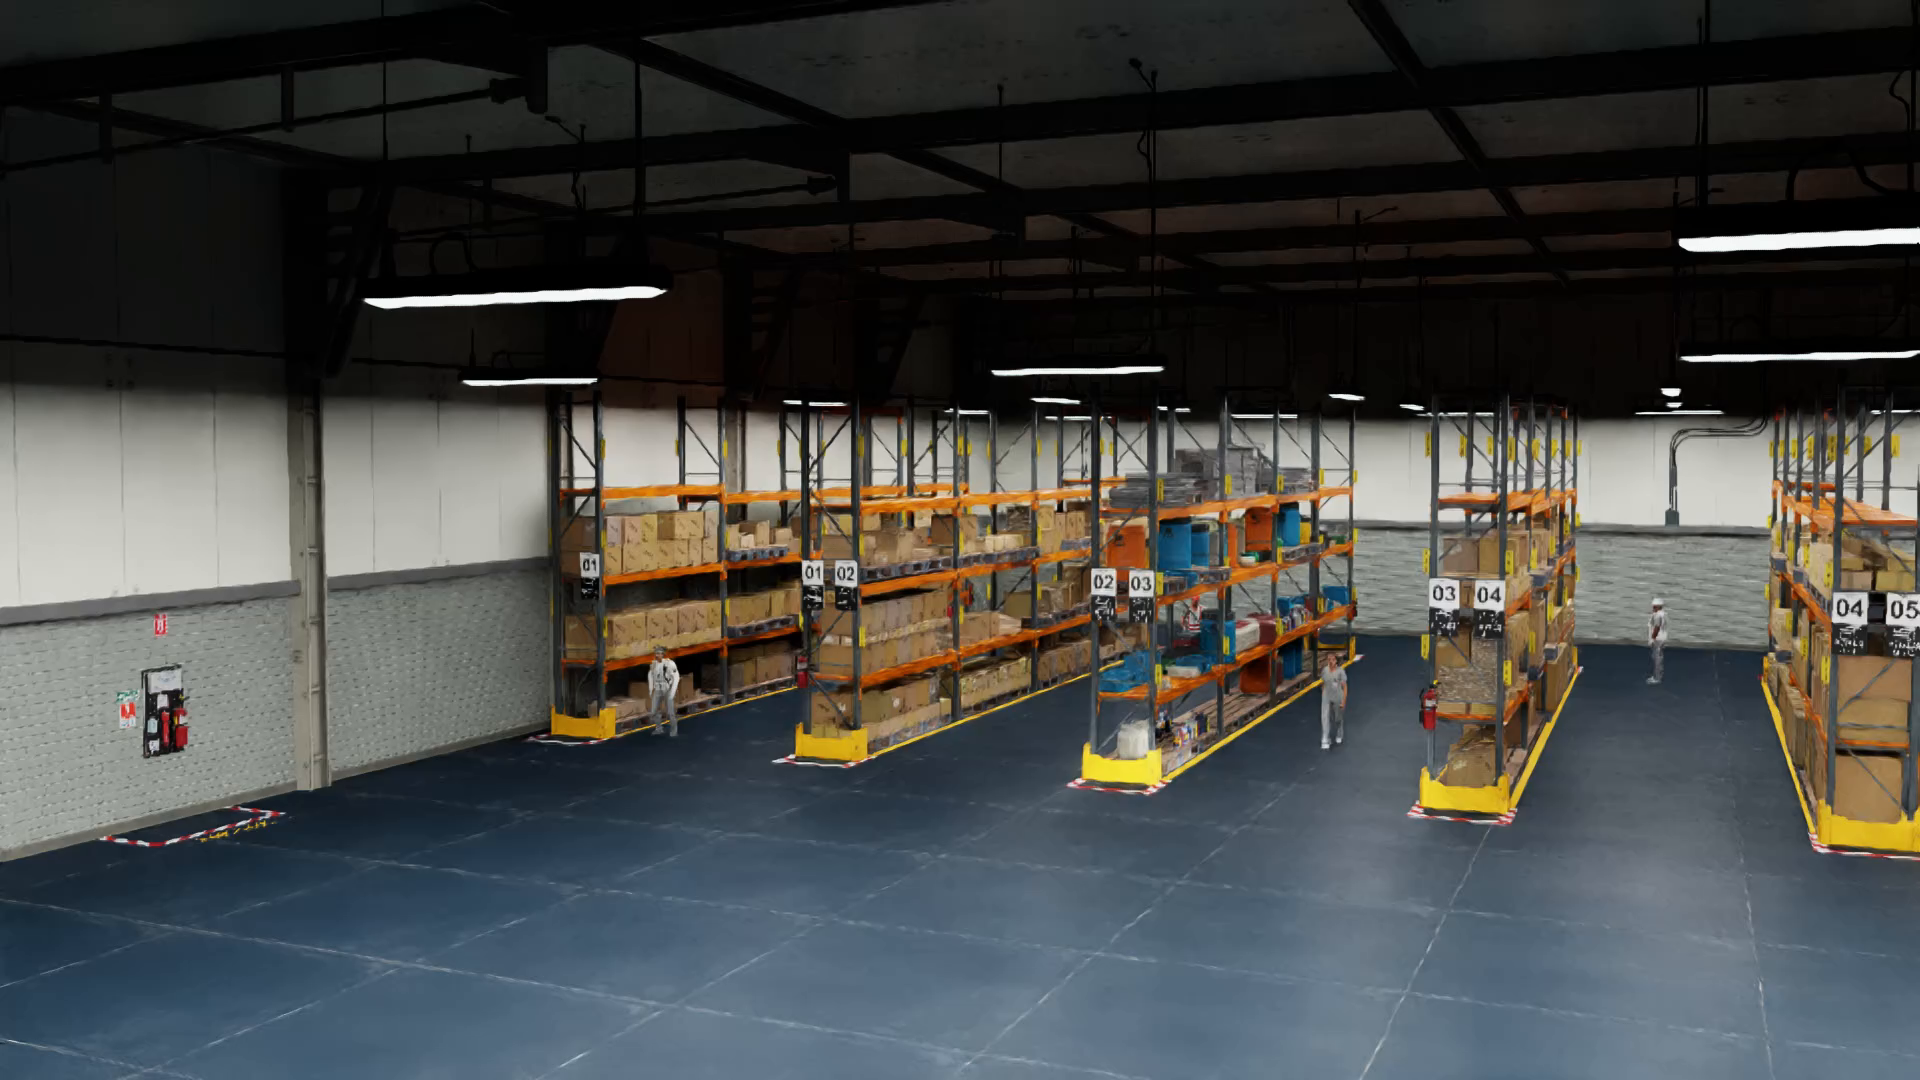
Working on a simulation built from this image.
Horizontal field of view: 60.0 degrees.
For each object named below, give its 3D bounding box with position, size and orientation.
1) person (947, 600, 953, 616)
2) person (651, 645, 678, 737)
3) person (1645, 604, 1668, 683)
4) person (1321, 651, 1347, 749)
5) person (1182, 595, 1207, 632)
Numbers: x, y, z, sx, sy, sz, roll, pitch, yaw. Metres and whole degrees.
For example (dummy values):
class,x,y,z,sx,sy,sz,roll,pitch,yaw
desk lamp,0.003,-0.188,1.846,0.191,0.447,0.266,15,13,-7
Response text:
class,x,y,z,sx,sy,sz,roll,pitch,yaw
person,-0.354,1.685,37.568,0.654,0.668,0.341,1,3,21
person,-5.163,2.602,28.809,0.441,1.631,0.508,1,3,20
person,14.891,2.165,35.557,0.411,1.787,0.601,3,4,39
person,6.246,2.656,27.774,0.455,1.612,1.019,1,3,22
person,5.321,2.063,37.607,0.639,1.742,0.489,1,3,22
